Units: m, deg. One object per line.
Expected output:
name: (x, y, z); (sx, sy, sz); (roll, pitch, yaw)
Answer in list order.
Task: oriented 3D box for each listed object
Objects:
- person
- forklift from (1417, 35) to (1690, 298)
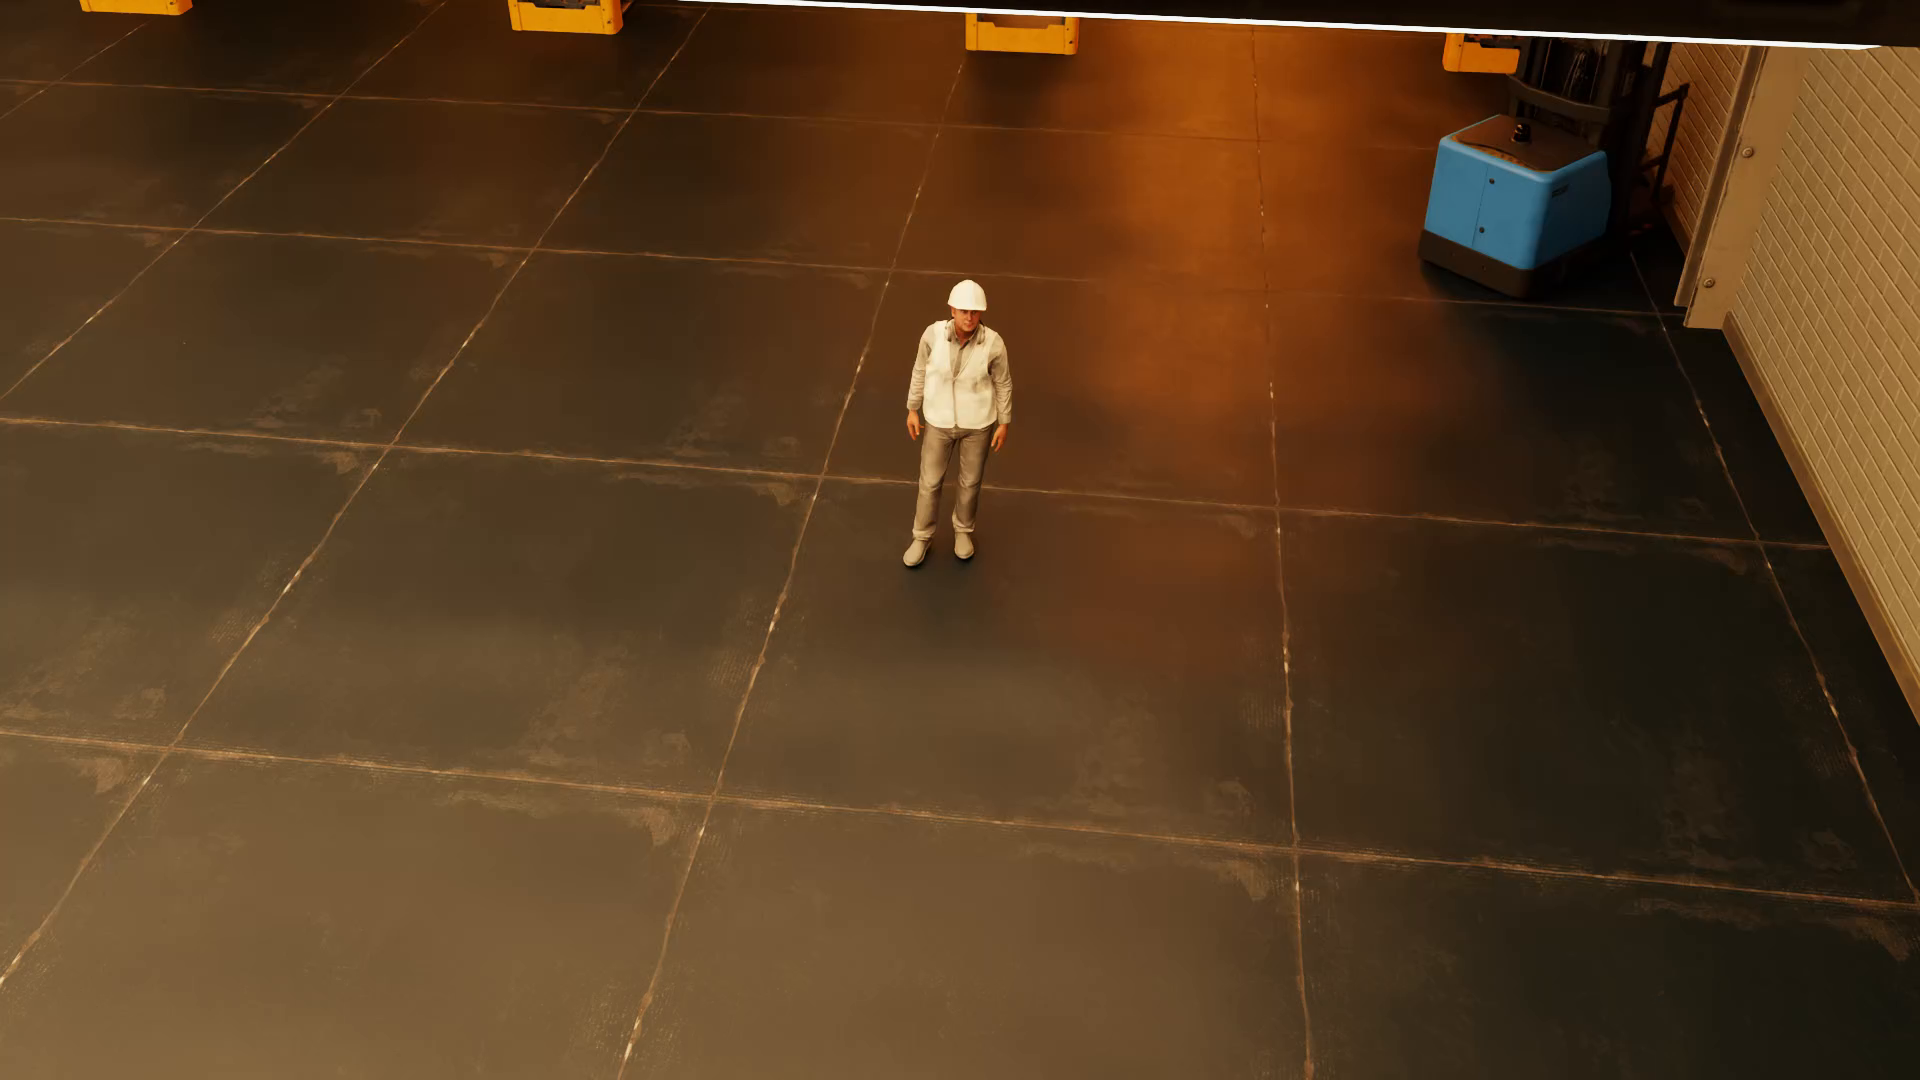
person: (-0.016, -0.684, 9.921); (0.632, 1.773, 0.568); (4, 37, 6)
forklift: (5.176, -3.789, 13.170); (3.031, 2.935, 1.130); (-26, 44, -31)
